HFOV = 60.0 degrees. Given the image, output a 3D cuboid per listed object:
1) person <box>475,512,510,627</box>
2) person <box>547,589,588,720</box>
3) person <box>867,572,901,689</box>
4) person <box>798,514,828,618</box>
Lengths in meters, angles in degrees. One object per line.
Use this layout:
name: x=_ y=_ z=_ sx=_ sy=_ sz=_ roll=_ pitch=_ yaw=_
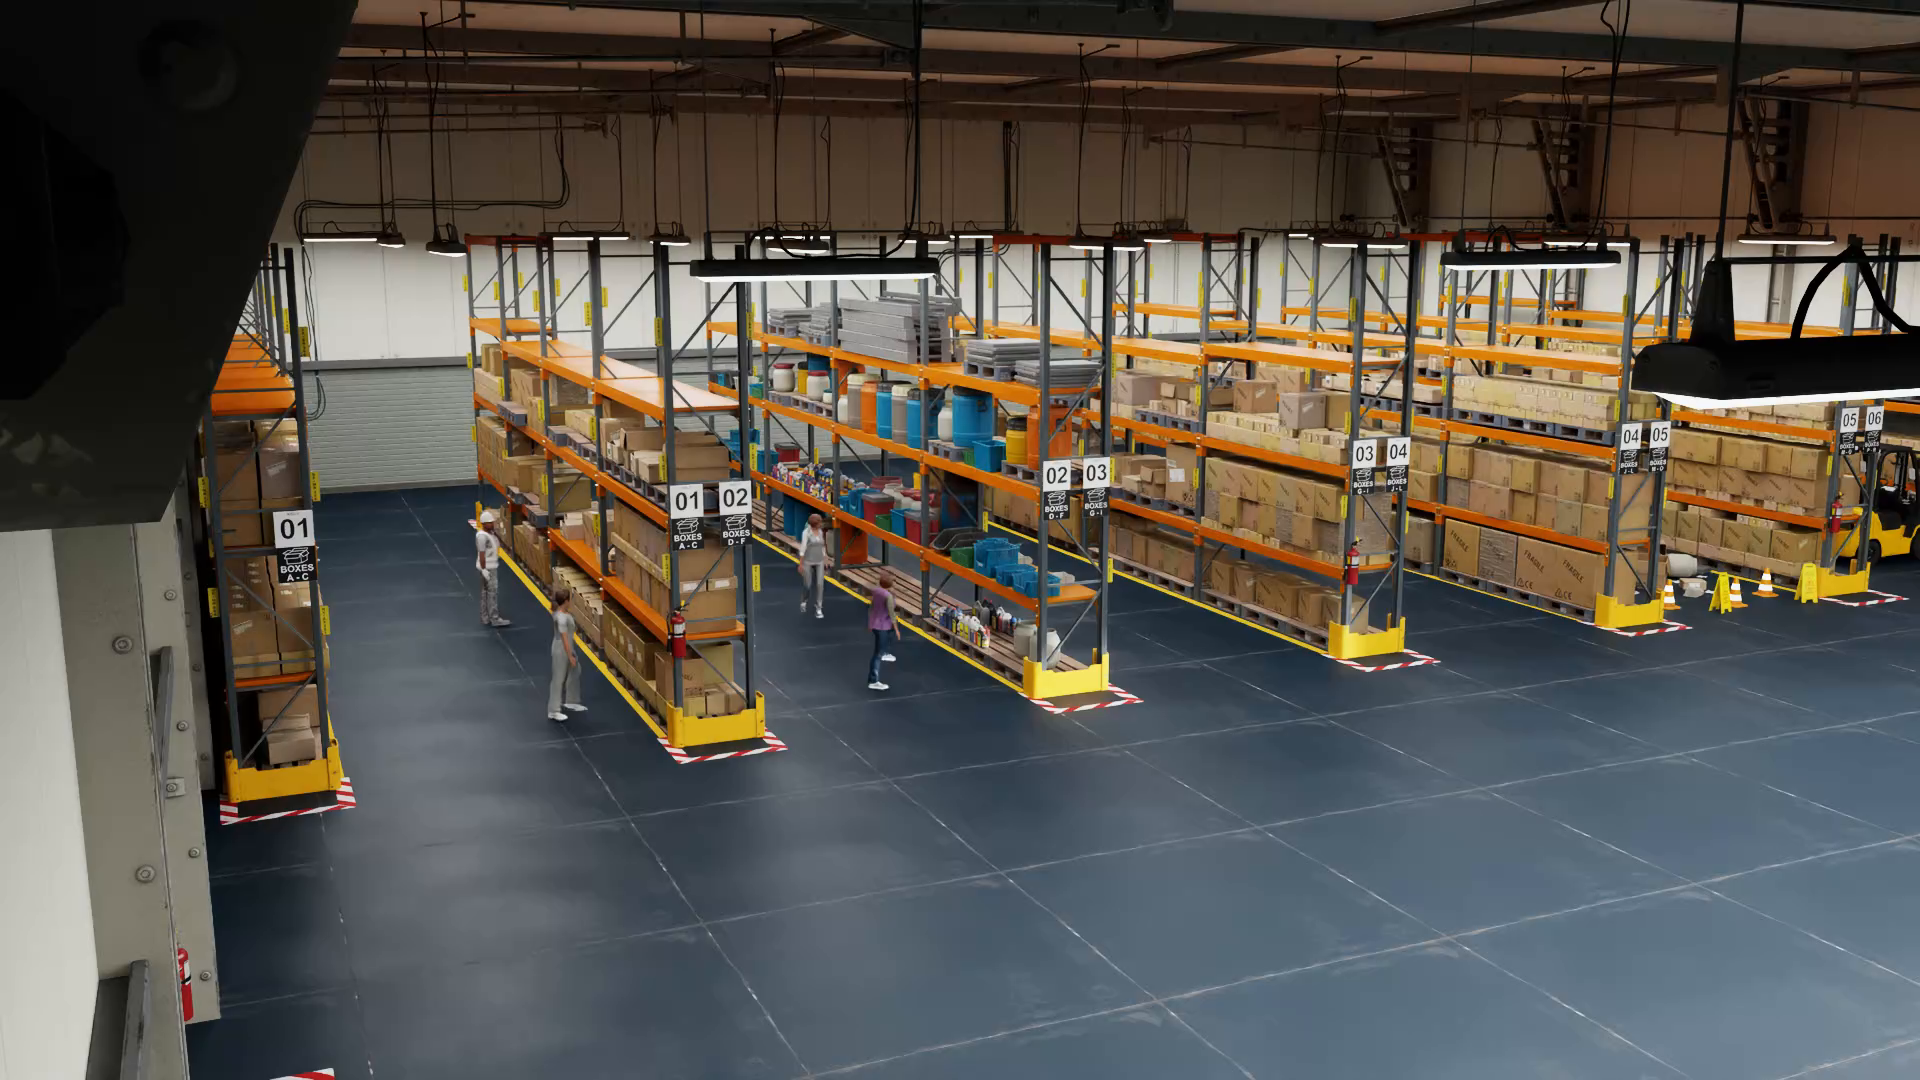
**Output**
person: x=-7.380 y=0.438 z=26.179 sx=0.463 sy=1.786 sz=0.574 roll=-4 pitch=12 yaw=-22
person: x=-5.075 y=1.451 z=21.313 sx=0.436 sy=1.709 sz=0.599 roll=-1 pitch=11 yaw=-3
person: x=-1.034 y=1.207 z=22.721 sx=0.628 sy=1.567 sz=0.575 roll=-5 pitch=12 yaw=-25
person: x=-2.263 y=0.377 z=25.496 sx=0.500 sy=1.586 sz=0.584 roll=-5 pitch=12 yaw=-22
